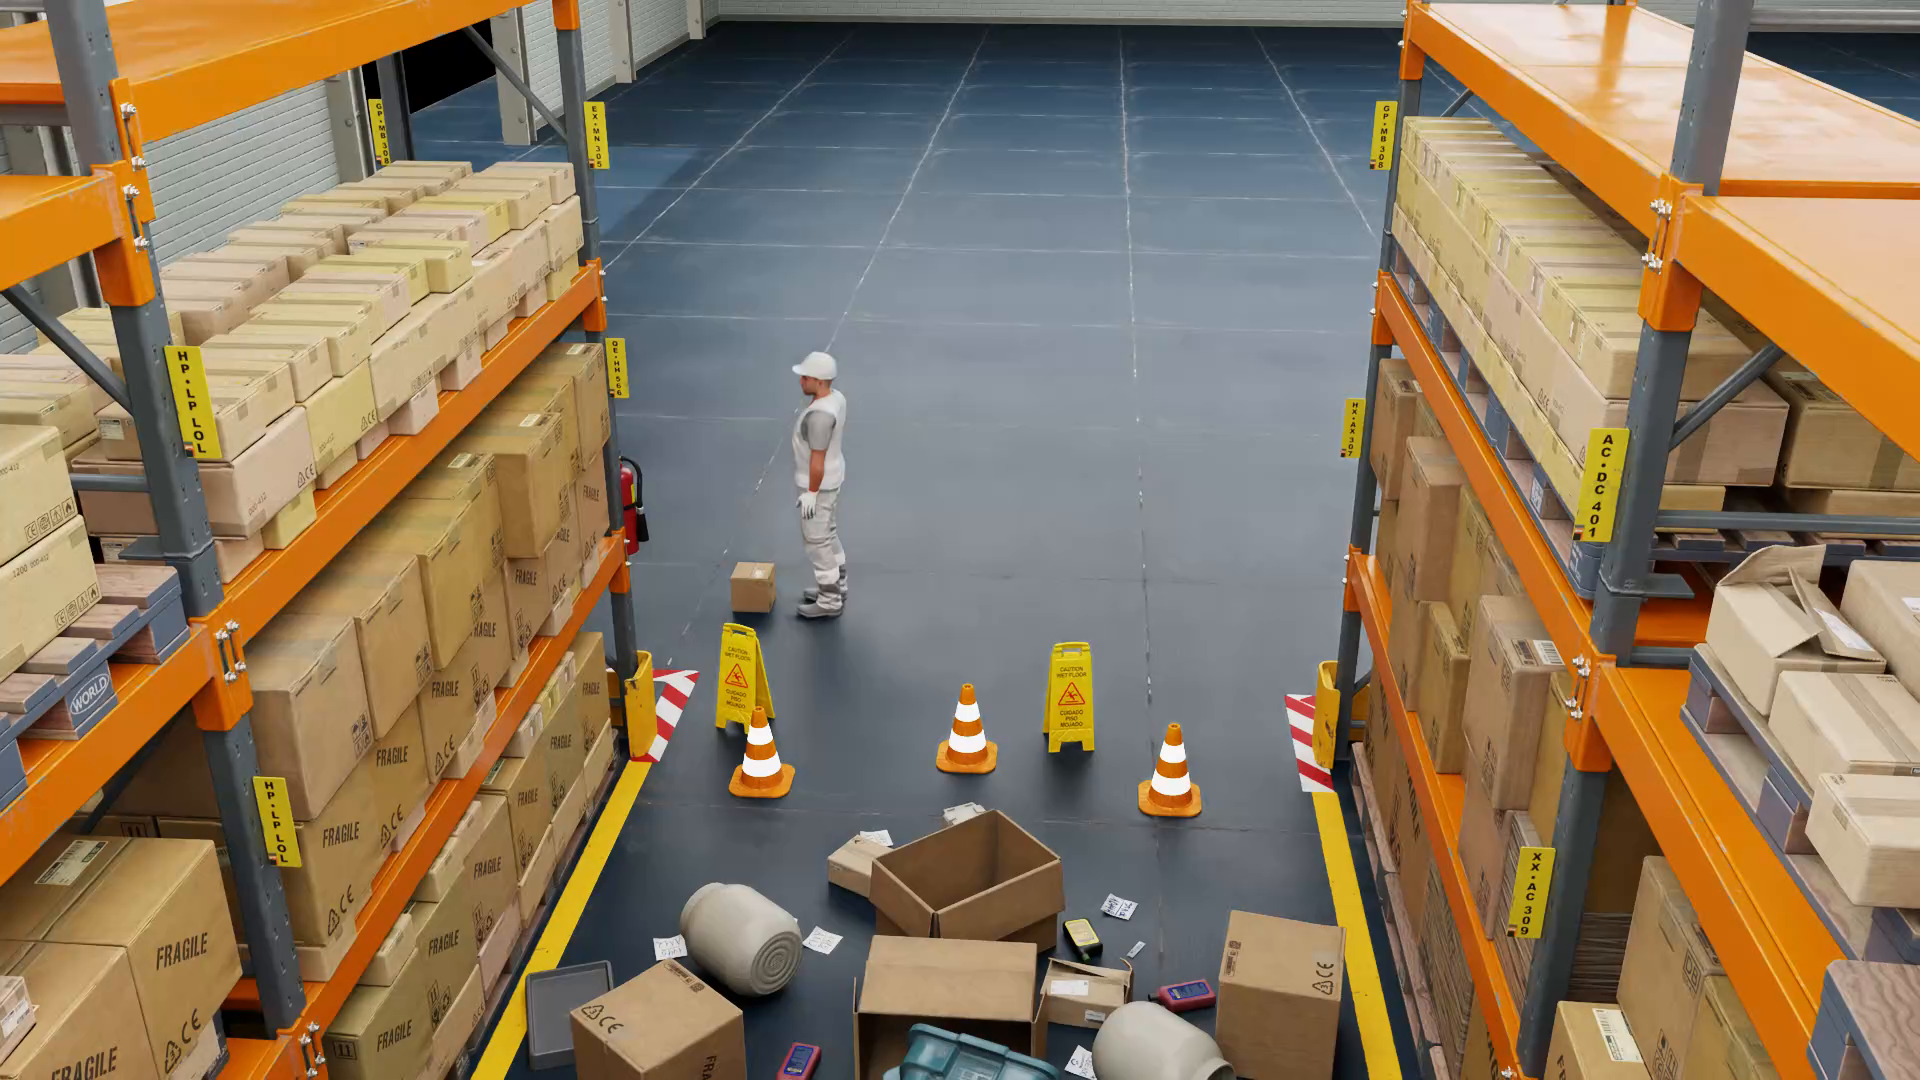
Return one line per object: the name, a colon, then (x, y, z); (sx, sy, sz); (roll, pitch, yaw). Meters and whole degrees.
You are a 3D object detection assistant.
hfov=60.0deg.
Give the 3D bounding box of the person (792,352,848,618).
person: (-0.909, -0.360, 10.783); (0.342, 1.785, 0.524); (2, 24, 5)
